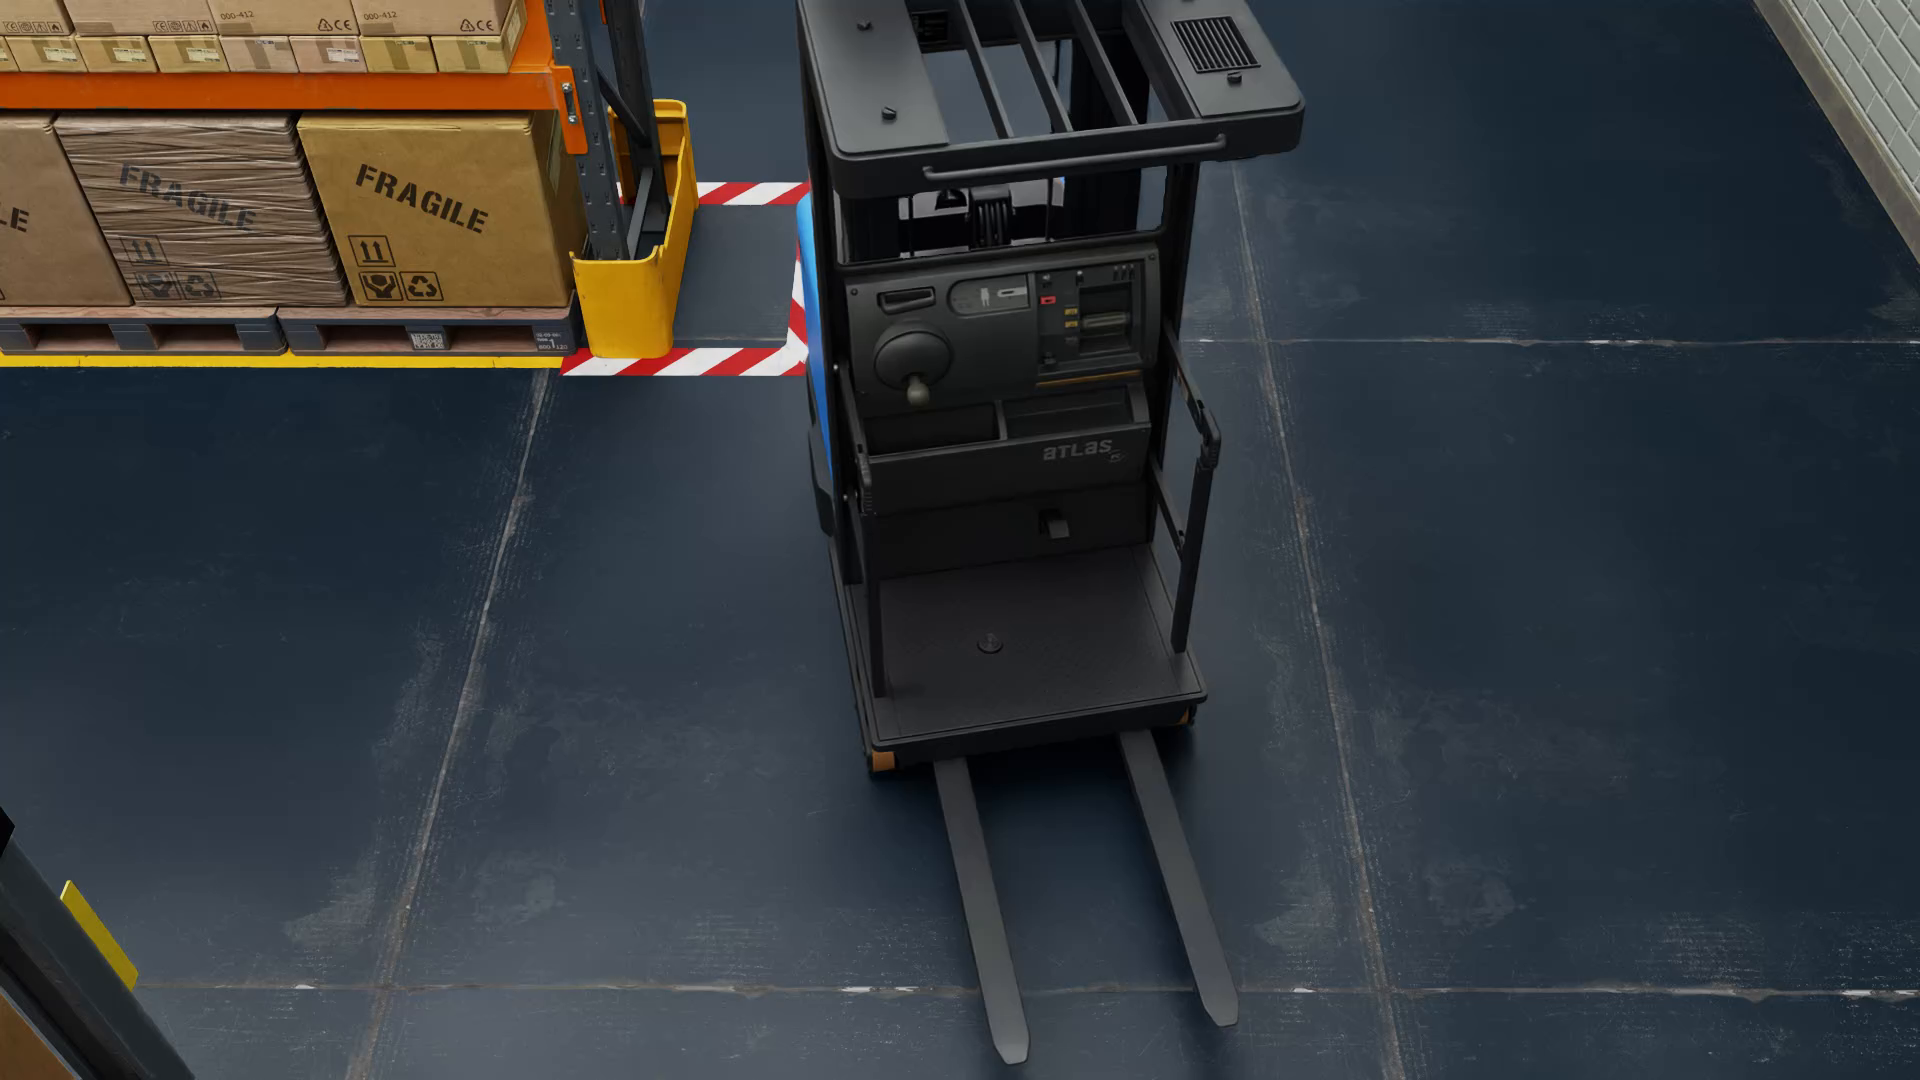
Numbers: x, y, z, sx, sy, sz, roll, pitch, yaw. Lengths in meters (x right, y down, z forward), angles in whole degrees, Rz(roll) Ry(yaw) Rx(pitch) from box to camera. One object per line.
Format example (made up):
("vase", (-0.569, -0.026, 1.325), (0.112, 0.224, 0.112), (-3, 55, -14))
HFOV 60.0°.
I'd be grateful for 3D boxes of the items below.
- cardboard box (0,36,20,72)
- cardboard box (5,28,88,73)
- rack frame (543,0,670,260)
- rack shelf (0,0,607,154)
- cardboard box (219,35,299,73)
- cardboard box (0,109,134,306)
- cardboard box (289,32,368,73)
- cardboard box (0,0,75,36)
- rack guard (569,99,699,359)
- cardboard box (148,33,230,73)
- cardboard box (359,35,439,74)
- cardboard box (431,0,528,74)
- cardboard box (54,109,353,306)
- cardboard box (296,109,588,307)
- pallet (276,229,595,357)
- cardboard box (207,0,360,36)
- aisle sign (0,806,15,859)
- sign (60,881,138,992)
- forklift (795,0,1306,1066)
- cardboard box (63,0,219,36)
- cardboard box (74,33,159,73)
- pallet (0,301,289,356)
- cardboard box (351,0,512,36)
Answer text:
("cardboard box", (-3.554, -1.888, 6.129), (0.250, 0.149, 0.380), (-1, 47, -1))
("cardboard box", (-3.294, -1.888, 6.130), (0.250, 0.149, 0.380), (1, 47, 1))
("rack frame", (-1.408, -2.210, 6.257), (0.127, 3.000, 1.000), (0, 47, 0))
("rack shelf", (-3.408, -1.970, 6.526), (4.000, 0.370, 1.077), (0, 47, 0))
("cardboard box", (-2.527, -1.886, 6.128), (0.250, 0.149, 0.380), (1, 47, 1))
("cardboard box", (-3.848, -1.577, 6.833), (0.875, 0.875, 0.875), (0, 47, 0))
("cardboard box", (-2.277, -1.885, 6.127), (0.250, 0.149, 0.380), (0, 47, 0))
("cardboard box", (-3.430, -2.068, 6.025), (0.500, 0.250, 0.500), (0, 47, 0))
("rack guard", (-1.384, -1.358, 7.172), (0.348, 0.500, 1.175), (0, 47, 0))
("cardboard box", (-2.786, -1.886, 6.128), (0.250, 0.149, 0.380), (-1, 47, -1))
("cardboard box", (-2.025, -1.883, 6.125), (0.250, 0.149, 0.380), (1, 47, 1))
("cardboard box", (-1.765, -1.884, 6.126), (0.250, 0.149, 0.380), (1, 47, 1))
("cardboard box", (-2.958, -1.574, 6.831), (0.875, 0.875, 0.875), (0, 47, 0))
("cardboard box", (-2.048, -1.572, 6.829), (0.875, 0.875, 0.875), (0, 47, 0))
("pallet", (-2.207, -1.204, 7.227), (1.213, 0.211, 1.003), (0, 47, 0))
("cardboard box", (-2.400, -2.069, 6.026), (0.500, 0.250, 0.500), (-1, 47, -1))
("aisle sign", (-1.453, 0.316, 2.131), (0.004, 0.787, 0.394), (0, 47, 0))
("sign", (-1.525, 0.729, 2.931), (0.005, 0.325, 0.100), (0, 47, 0))
("forklift", (0.176, -0.529, 4.740), (1.130, 2.935, 3.031), (-8, 48, -7))
("cardboard box", (-2.909, -2.070, 6.027), (0.500, 0.250, 0.500), (-1, 47, -1))
("cardboard box", (-3.046, -1.886, 6.128), (0.250, 0.149, 0.380), (0, 47, 0))
("pallet", (-3.424, -1.210, 7.232), (1.213, 0.211, 1.003), (0, 47, 0))
("cardboard box", (-1.893, -2.067, 6.024), (0.500, 0.250, 0.500), (-1, 47, 0))
